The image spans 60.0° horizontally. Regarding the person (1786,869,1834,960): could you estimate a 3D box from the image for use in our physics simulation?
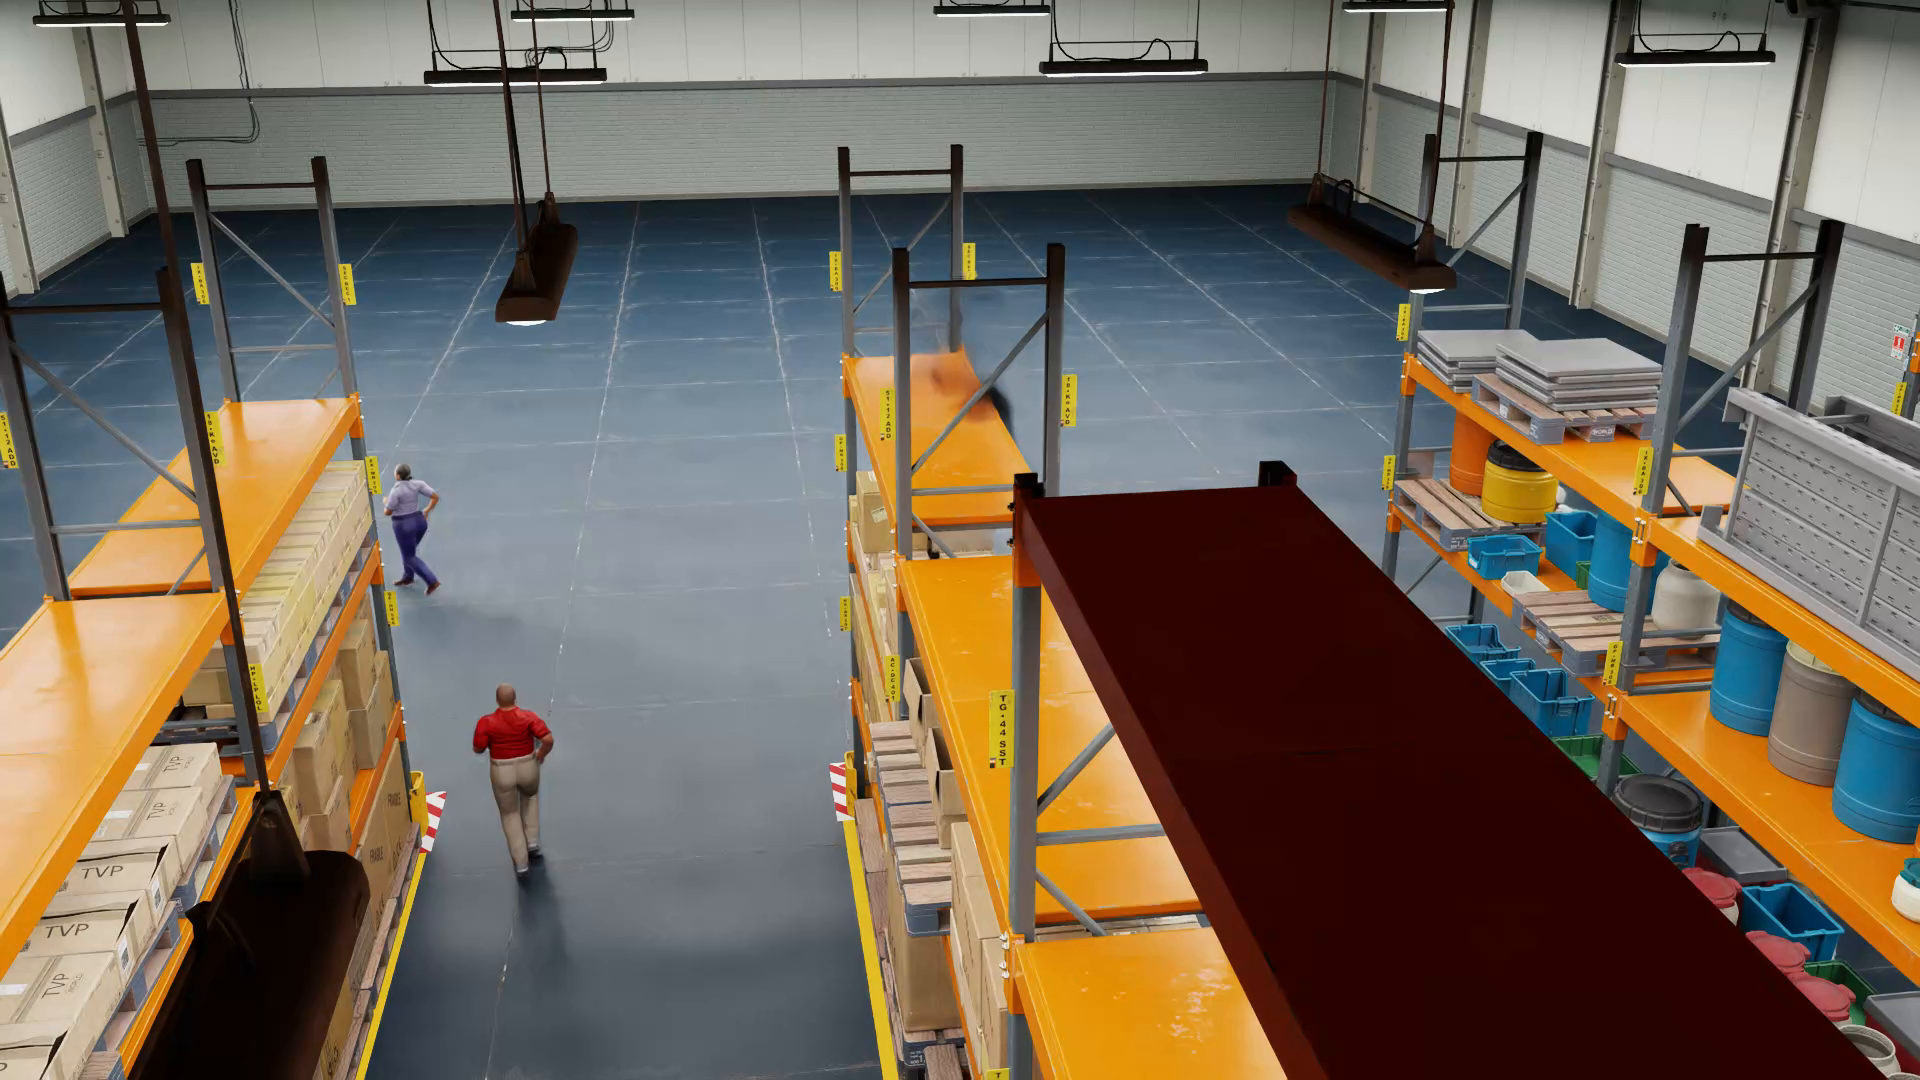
[{"bbox_3d":[6.701,2.448,13.031,0.694,1.821,0.876,-6,22,-14],"label":"person"}]

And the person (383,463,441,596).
[{"bbox_3d":[-6.518,-0.130,19.714,0.940,1.624,0.603,11,24,26],"label":"person"}]

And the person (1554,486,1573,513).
[{"bbox_3d":[6.560,0.257,18.629,0.743,1.829,0.645,9,23,21],"label":"person"}]

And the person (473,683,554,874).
[{"bbox_3d":[-3.806,2.021,14.231,0.638,1.797,0.727,-9,23,-22],"label":"person"}]
